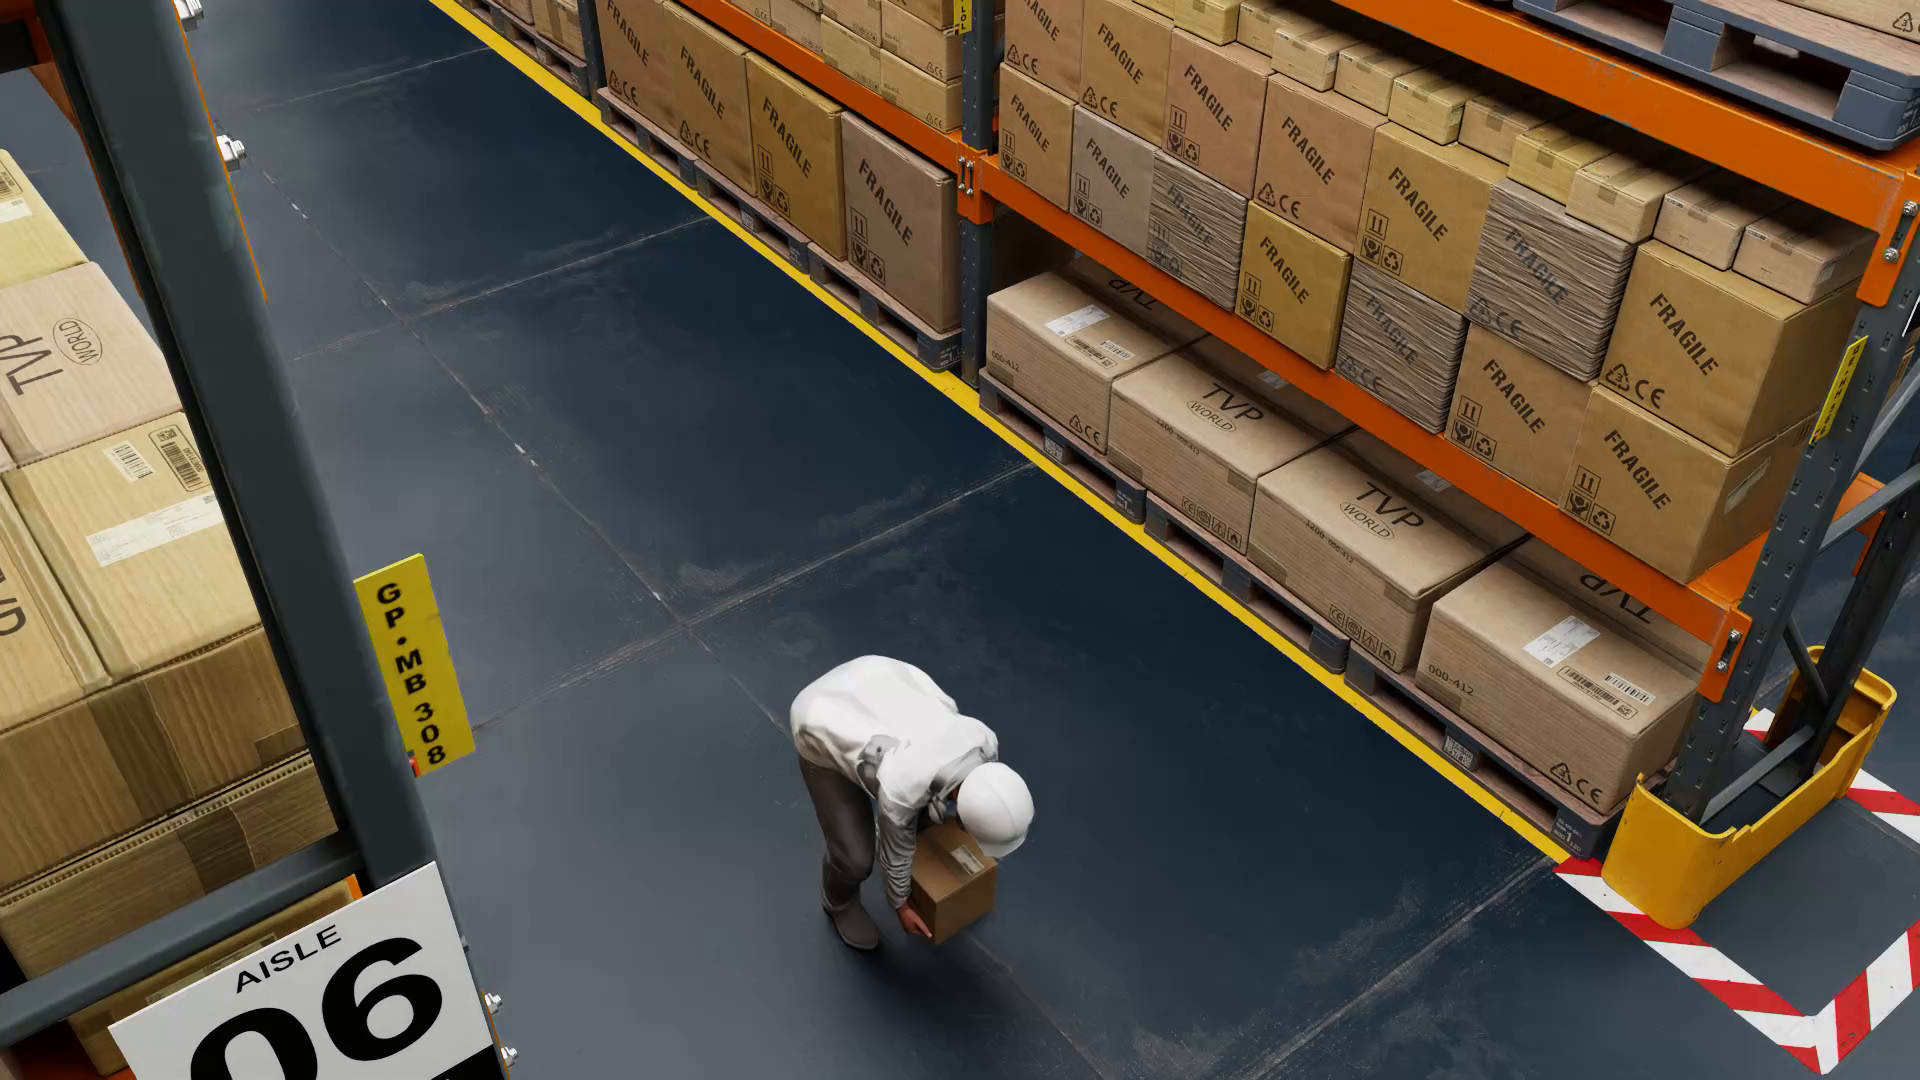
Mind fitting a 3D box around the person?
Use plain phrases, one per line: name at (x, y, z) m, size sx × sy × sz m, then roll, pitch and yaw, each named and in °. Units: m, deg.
person at (-0.132, 0.964, 5.434) m, size 0.460 × 1.202 × 0.994 m, roll -28°, pitch 47°, yaw -29°
